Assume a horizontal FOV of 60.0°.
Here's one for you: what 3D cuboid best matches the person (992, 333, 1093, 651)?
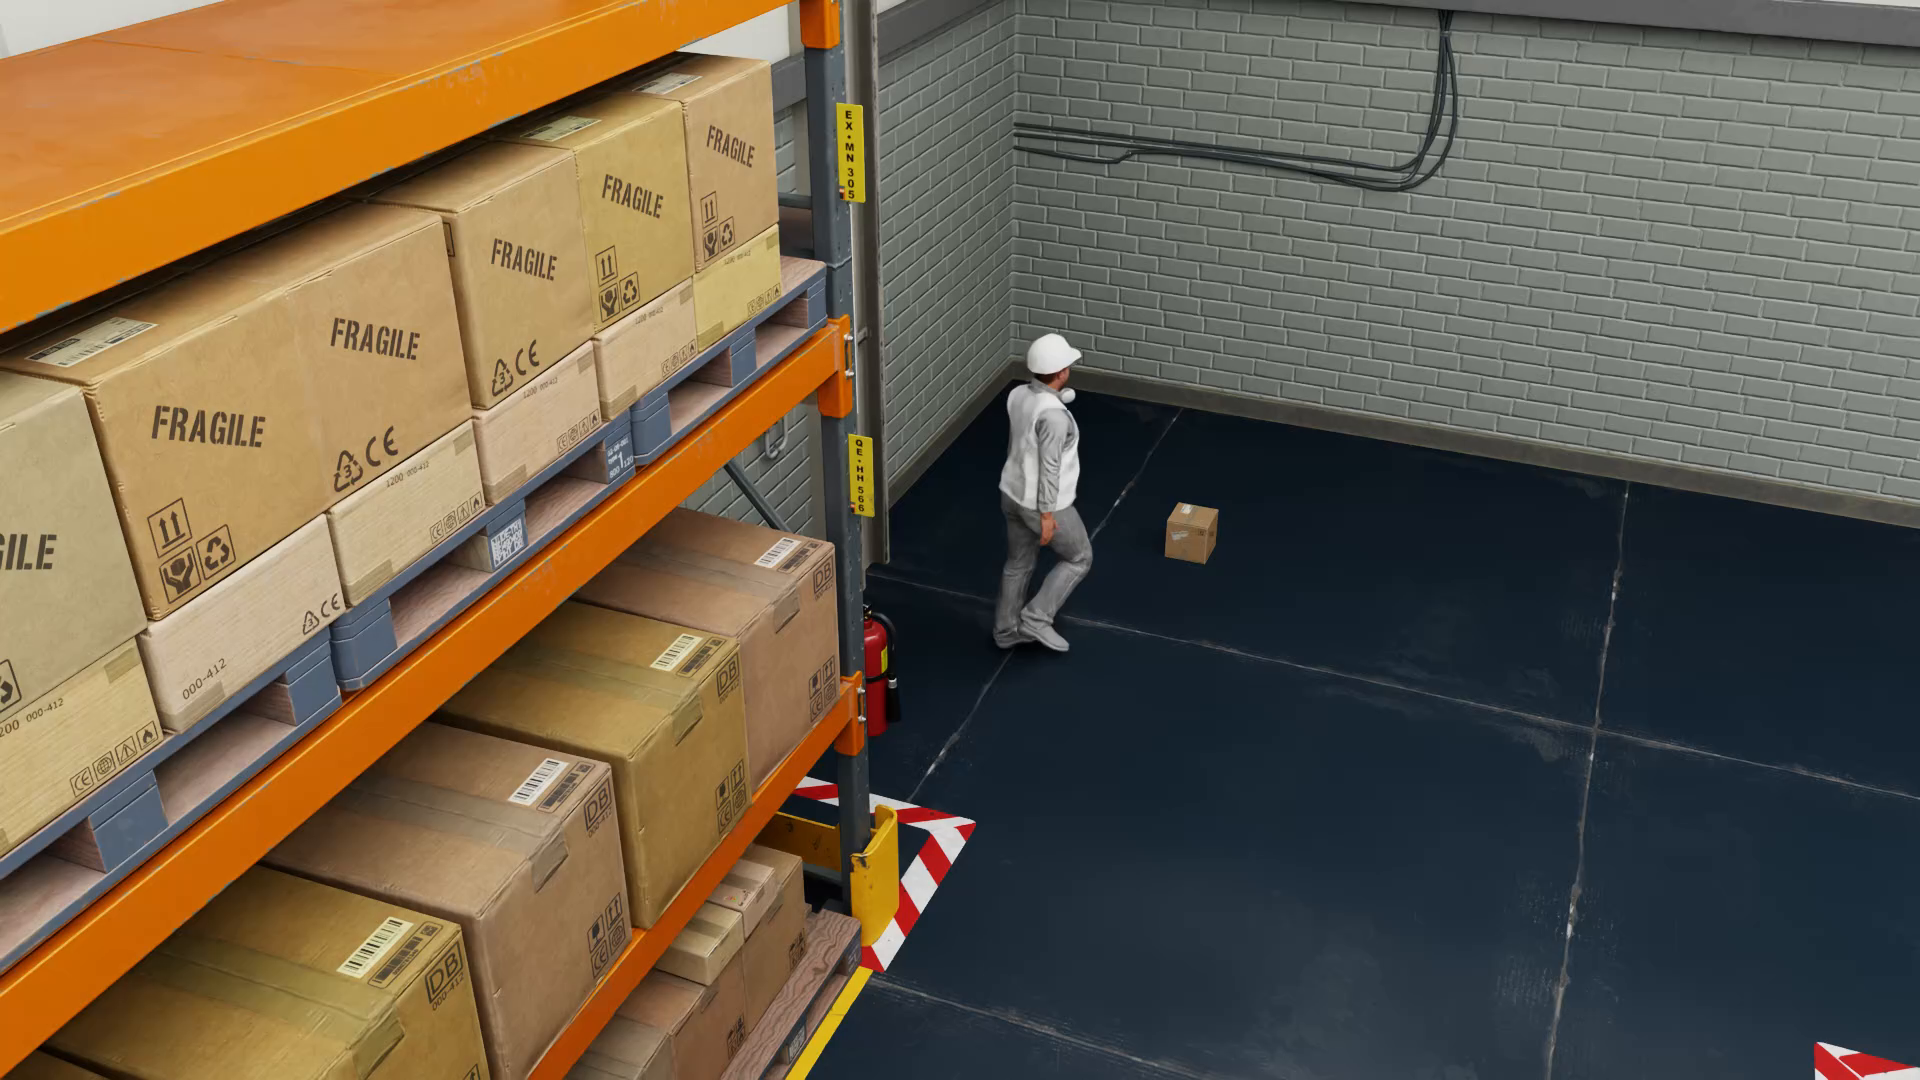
[{"bbox_3d":[0.404,-0.236,8.755,0.514,1.758,0.566,-16,33,-25],"label":"person"}]
